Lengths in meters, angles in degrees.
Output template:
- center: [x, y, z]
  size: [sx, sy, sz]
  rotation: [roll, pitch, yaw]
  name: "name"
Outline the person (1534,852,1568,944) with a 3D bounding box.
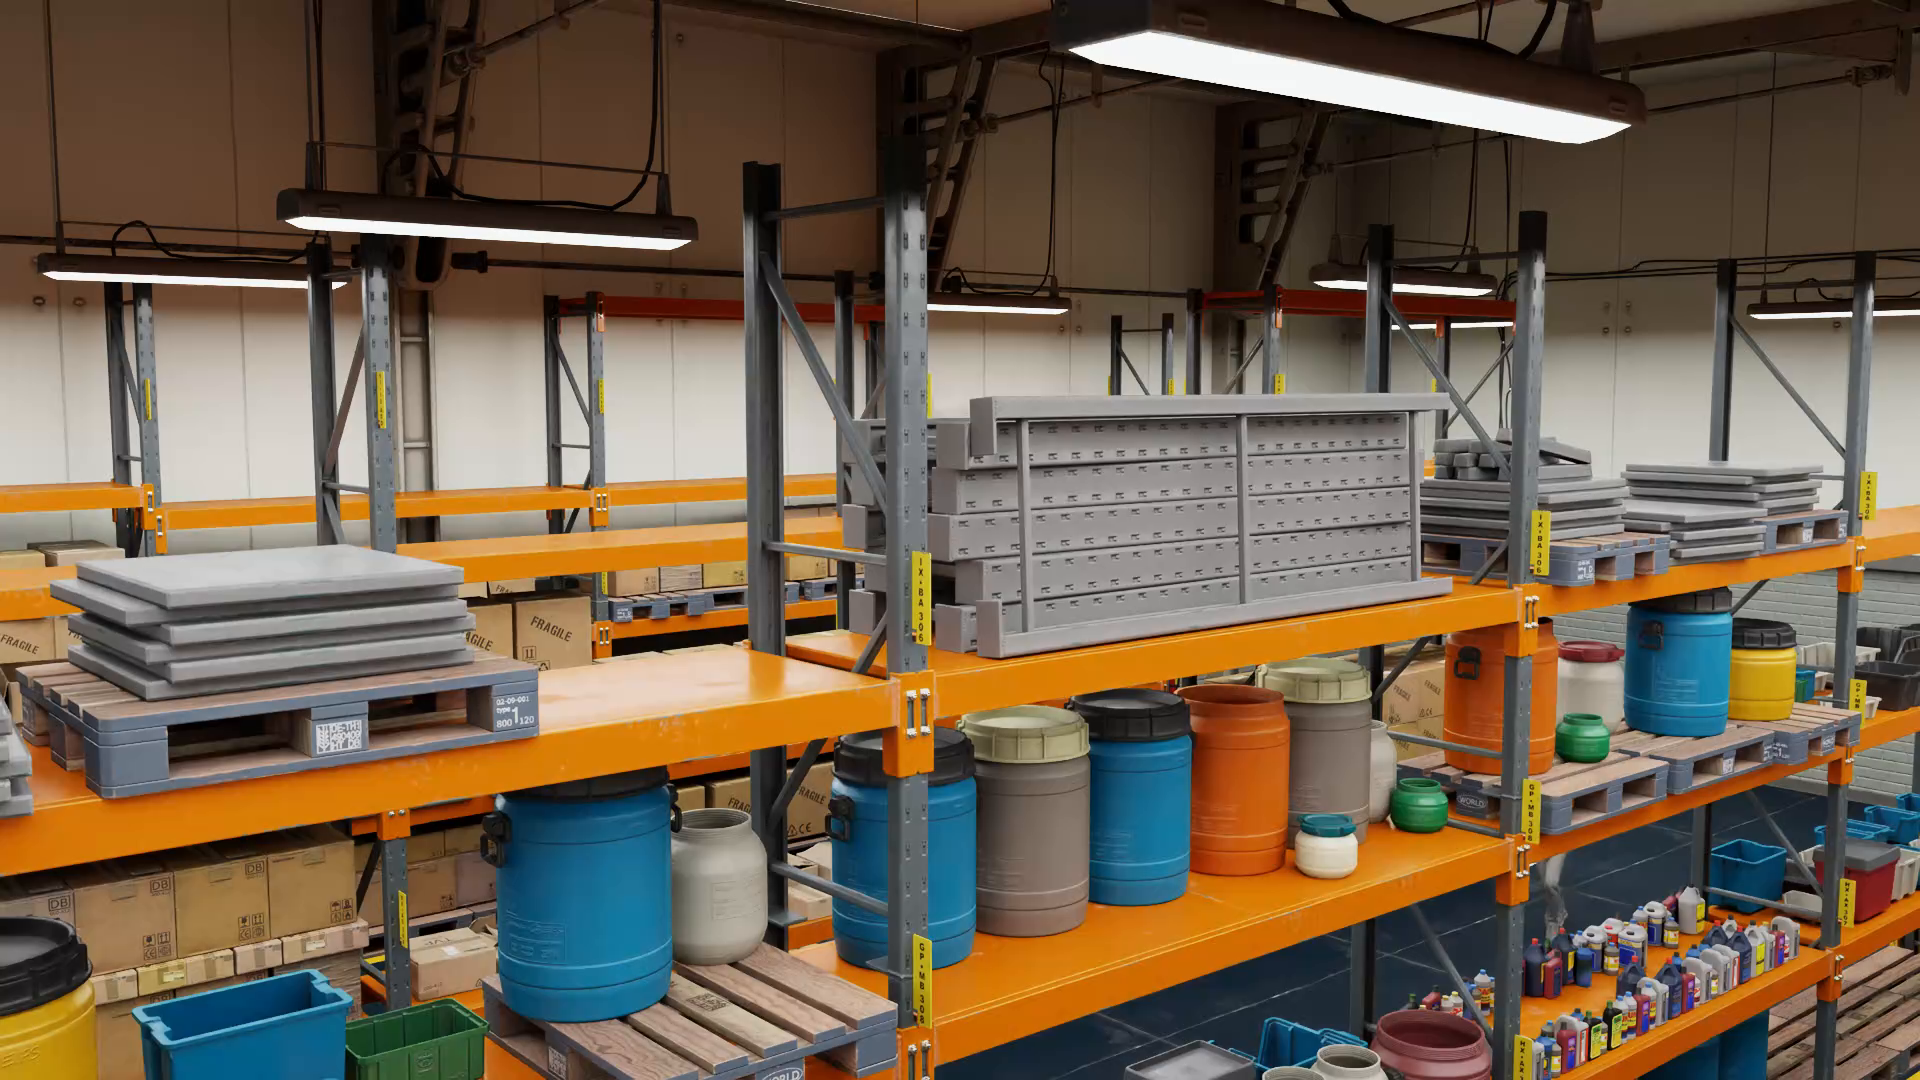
- center: [5.480, 2.849, 15.515]
  size: [0.640, 1.764, 0.628]
  rotation: [4, 7, 36]
  name: "person"
